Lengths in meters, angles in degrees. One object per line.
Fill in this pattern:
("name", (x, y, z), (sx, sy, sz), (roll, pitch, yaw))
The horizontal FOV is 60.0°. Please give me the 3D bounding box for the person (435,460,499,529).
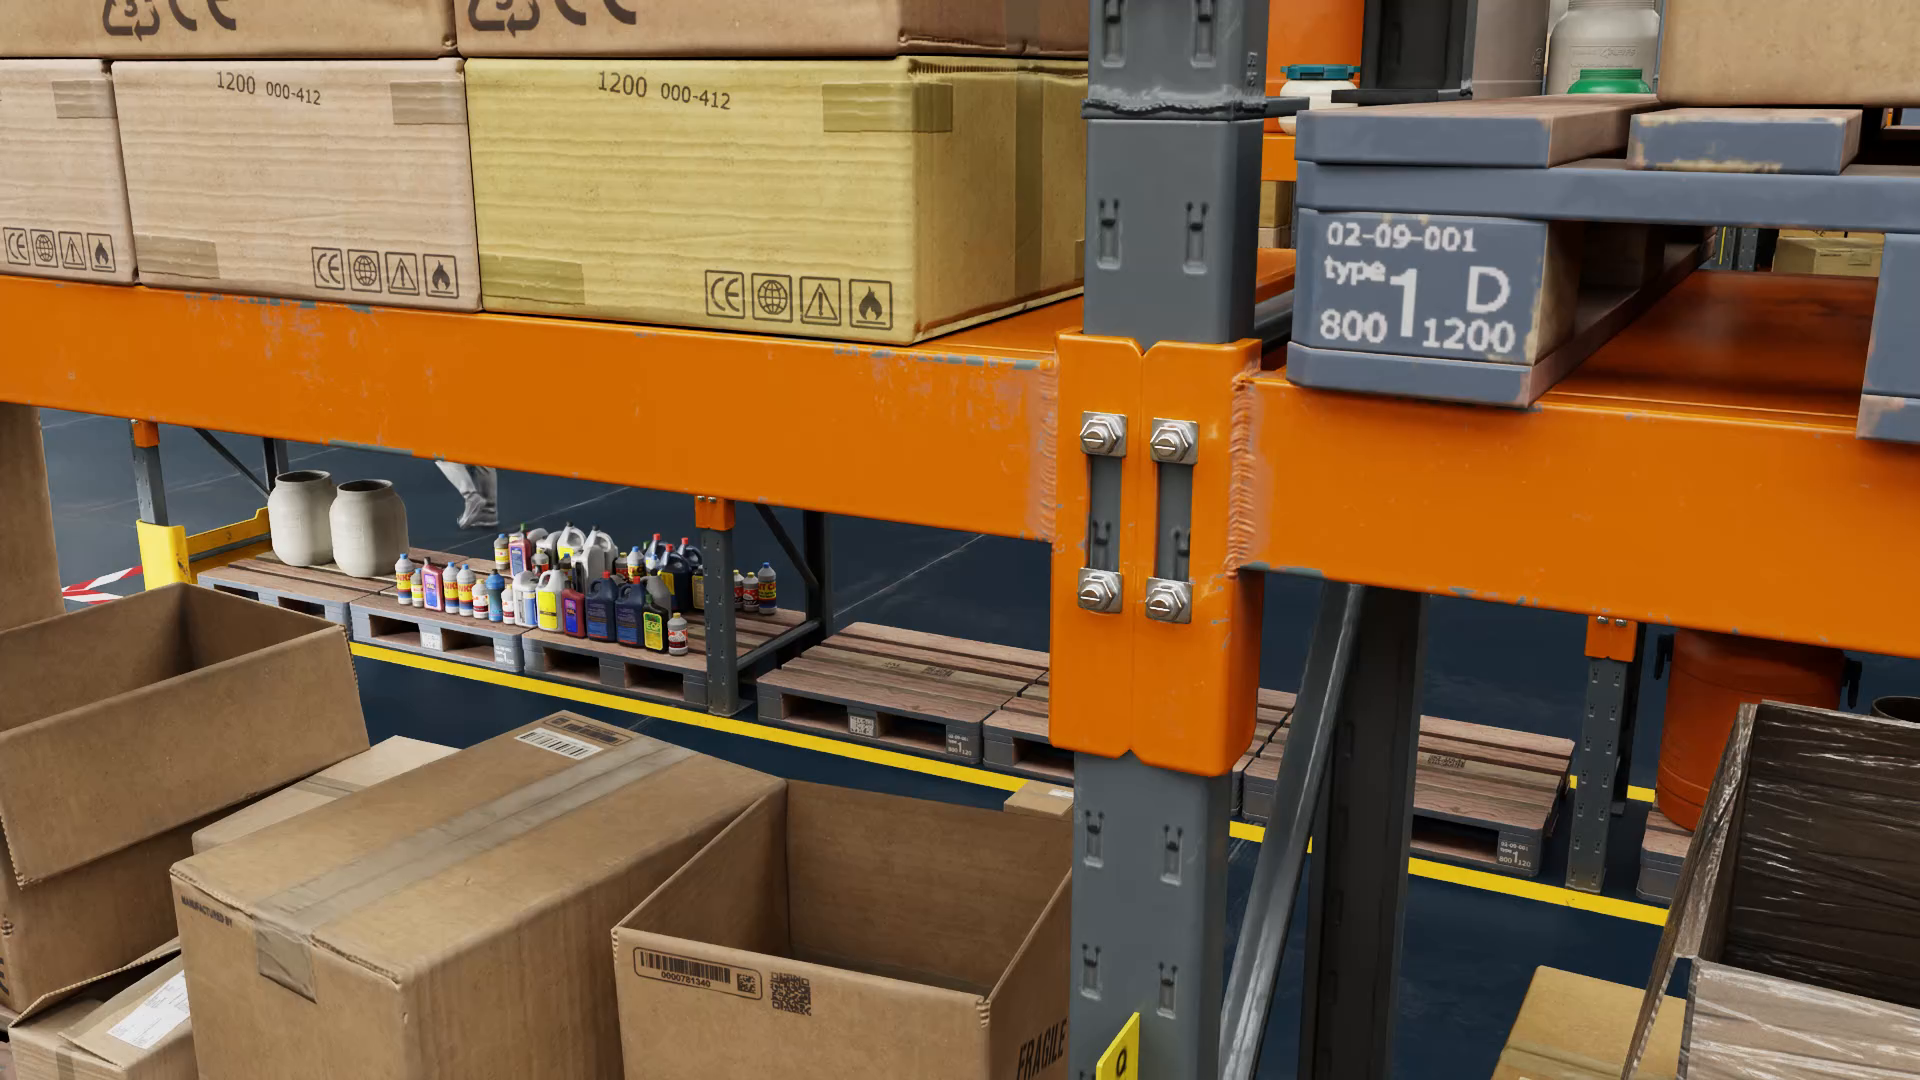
("person", (-3.337, -0.905, 11.253), (0.458, 1.684, 0.533), (9, 18, 29))
